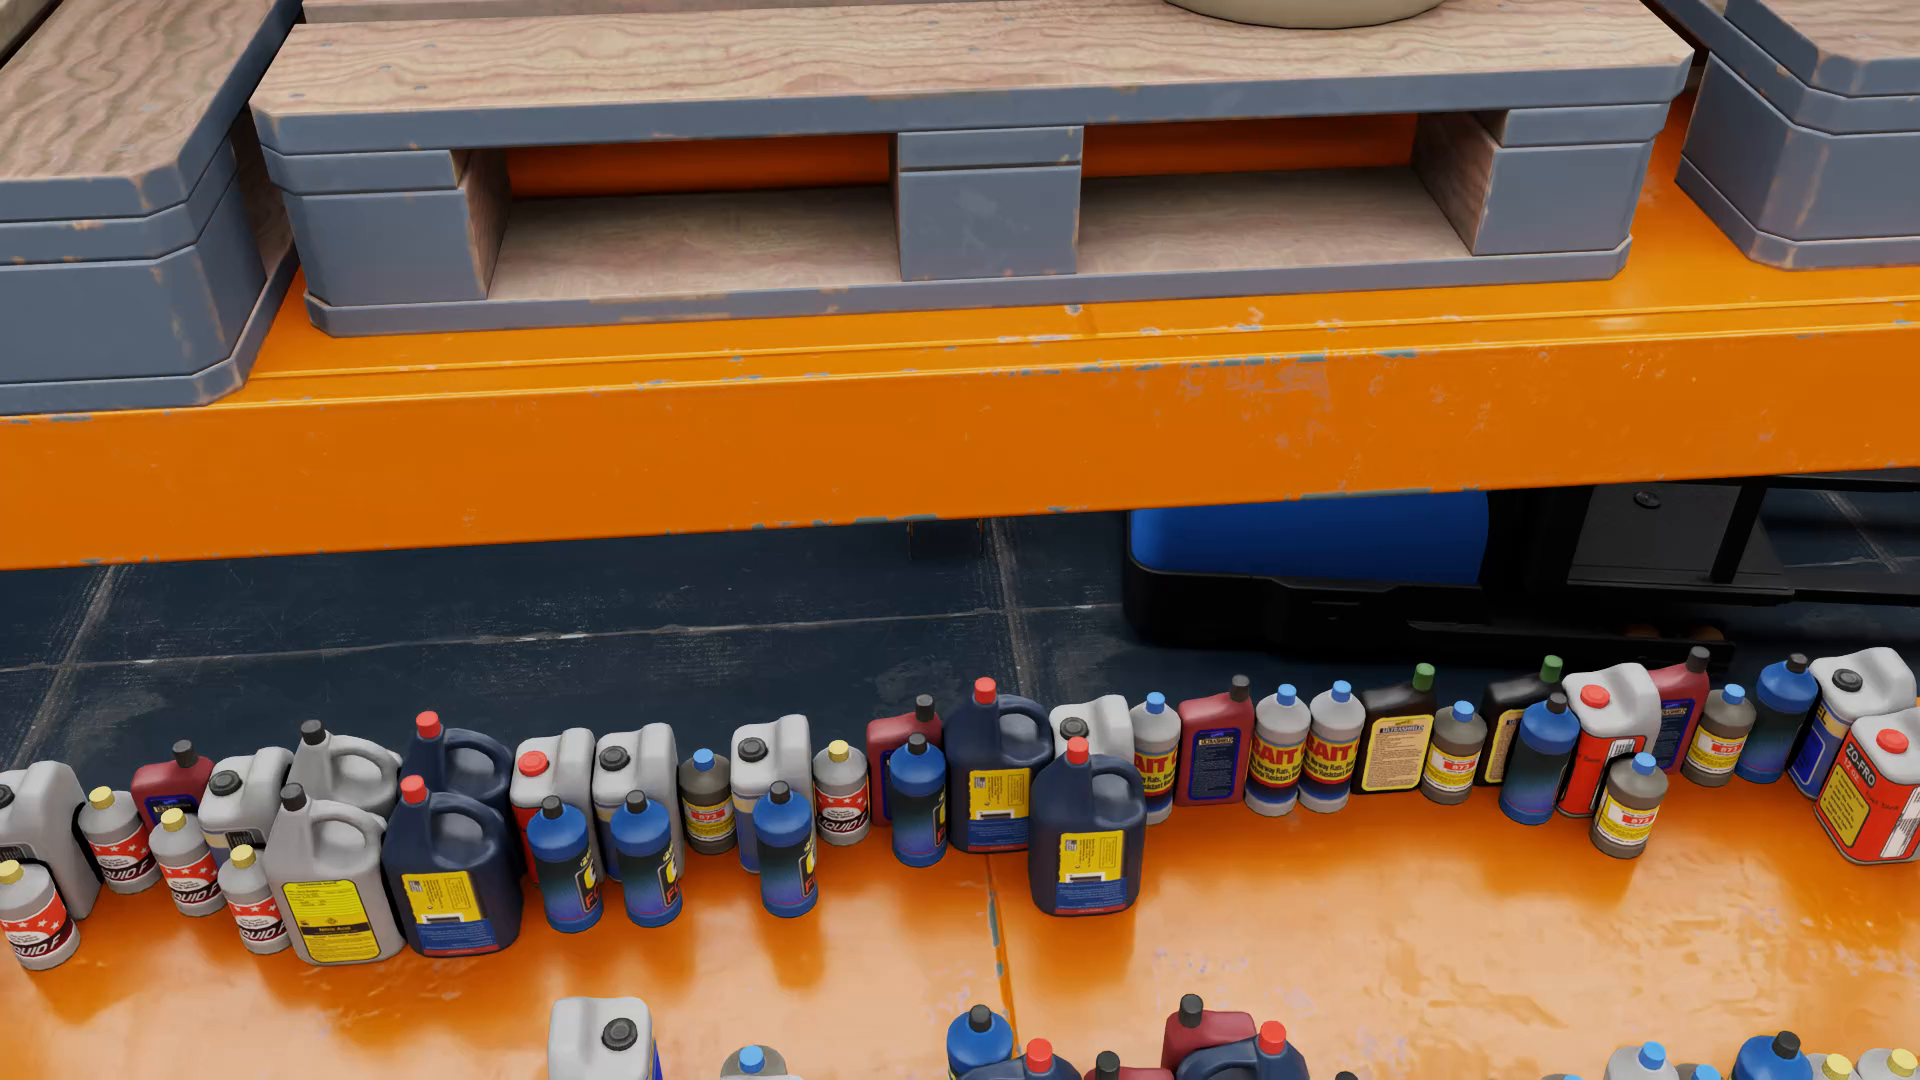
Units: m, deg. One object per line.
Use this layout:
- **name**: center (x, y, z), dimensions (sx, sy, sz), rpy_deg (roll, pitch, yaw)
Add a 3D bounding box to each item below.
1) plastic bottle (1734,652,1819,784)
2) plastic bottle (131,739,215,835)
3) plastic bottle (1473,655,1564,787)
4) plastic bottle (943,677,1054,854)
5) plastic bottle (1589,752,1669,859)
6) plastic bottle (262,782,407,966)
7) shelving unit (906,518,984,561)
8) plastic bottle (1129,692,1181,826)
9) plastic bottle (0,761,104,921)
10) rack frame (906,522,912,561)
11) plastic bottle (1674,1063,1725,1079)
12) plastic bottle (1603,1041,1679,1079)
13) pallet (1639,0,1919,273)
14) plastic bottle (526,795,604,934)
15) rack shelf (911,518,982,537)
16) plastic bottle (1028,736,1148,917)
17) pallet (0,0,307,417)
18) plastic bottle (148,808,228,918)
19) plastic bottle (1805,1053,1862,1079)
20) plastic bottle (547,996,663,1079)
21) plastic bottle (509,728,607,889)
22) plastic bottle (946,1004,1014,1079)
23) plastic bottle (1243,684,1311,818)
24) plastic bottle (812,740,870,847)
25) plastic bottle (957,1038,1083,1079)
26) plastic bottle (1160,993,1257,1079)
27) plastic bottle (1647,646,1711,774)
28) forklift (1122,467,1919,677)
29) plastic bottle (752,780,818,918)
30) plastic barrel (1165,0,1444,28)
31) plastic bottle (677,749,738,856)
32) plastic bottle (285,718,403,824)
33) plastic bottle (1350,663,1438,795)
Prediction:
- **plastic bottle**: center (1.488, 0.316, 3.032), dimensions (0.097, 0.271, 0.097), rpy_deg (0, 38, 0)
- **plastic bottle**: center (-1.328, 0.455, 2.846), dimensions (0.133, 0.283, 0.061), rpy_deg (-3, 38, -4)
- **plastic bottle**: center (1.008, 0.326, 3.009), dimensions (0.133, 0.283, 0.061), rpy_deg (-3, 38, -4)
- **plastic bottle**: center (0.065, 0.378, 2.890), dimensions (0.185, 0.351, 0.144), rpy_deg (-3, 38, -4)
- **plastic bottle**: center (1.175, 0.455, 2.912), dimensions (0.097, 0.201, 0.097), rpy_deg (0, 38, 0)
- **plastic bottle**: center (-1.019, 0.527, 2.700), dimensions (0.185, 0.351, 0.144), rpy_deg (-3, 38, -4)
- **shelving unit**: center (-0.053, -0.409, 5.421), dimensions (0.252, 1.050, 0.215), rpy_deg (-3, 38, -4)
- **plastic bottle**: center (0.338, 0.379, 2.952), dimensions (0.097, 0.271, 0.097), rpy_deg (0, 38, 0)
- **plastic bottle**: center (-1.554, 0.499, 2.797), dimensions (0.135, 0.276, 0.152), rpy_deg (-3, 38, -4)
- **rack frame**: center (-0.175, -0.403, 5.413), dimensions (0.008, 1.050, 0.200), rpy_deg (-3, 38, -4)
- **plastic bottle**: center (1.063, 0.839, 2.426), dimensions (0.097, 0.201, 0.097), rpy_deg (0, 38, 0)
- **plastic bottle**: center (0.966, 0.817, 2.397), dimensions (0.097, 0.271, 0.097), rpy_deg (0, 38, 0)
- **pallet**: center (1.295, -0.670, 1.909), dimensions (1.213, 0.211, 1.003), rpy_deg (-3, 38, -4)
- **plastic bottle**: center (-0.659, 0.529, 2.762), dimensions (0.097, 0.271, 0.097), rpy_deg (0, 38, 0)
- **rack shelf**: center (-0.053, -0.183, 5.600), dimensions (0.240, 0.259, 0.215), rpy_deg (-3, 38, -4)
- **plastic bottle**: center (0.213, 0.464, 2.780), dimensions (0.185, 0.351, 0.144), rpy_deg (-3, 38, -4)
- **pallet**: center (-1.146, -0.536, 1.738), dimensions (1.003, 0.211, 1.213), rpy_deg (-3, 38, -4)
- **plastic bottle**: center (-1.303, 0.535, 2.811), dimensions (0.097, 0.201, 0.097), rpy_deg (0, 38, 0)
- **plastic bottle**: center (1.257, 0.828, 2.439), dimensions (0.097, 0.201, 0.097), rpy_deg (0, 38, 0)
- **plastic bottle**: center (-0.515, 0.785, 2.434), dimensions (0.135, 0.276, 0.152), rpy_deg (-3, 38, -4)
- **plastic bottle**: center (-0.688, 0.451, 2.857), dimensions (0.135, 0.276, 0.152), rpy_deg (-3, 38, -4)
- **plastic bottle**: center (0.029, 0.779, 2.446), dimensions (0.097, 0.271, 0.097), rpy_deg (0, 38, 0)
- **plastic bottle**: center (0.568, 0.367, 2.968), dimensions (0.097, 0.271, 0.097), rpy_deg (0, 38, 0)
- **plastic bottle**: center (-0.210, 0.437, 2.935), dimensions (0.097, 0.201, 0.097), rpy_deg (0, 38, 0)
- **plastic bottle**: center (0.083, 0.819, 2.330), dimensions (0.185, 0.351, 0.144), rpy_deg (-3, 38, -4)
- **plastic bottle**: center (0.365, 0.767, 2.451), dimensions (0.133, 0.283, 0.061), rpy_deg (-3, 38, -4)
- **plastic bottle**: center (1.275, 0.312, 3.028), dimensions (0.133, 0.283, 0.061), rpy_deg (-3, 38, -4)
- **forklift**: center (2.066, -1.063, 4.731), dimensions (3.031, 2.935, 1.130), rpy_deg (3, 38, 3)
- **plastic bottle**: center (-0.294, 0.509, 2.788), dimensions (0.097, 0.271, 0.097), rpy_deg (0, 38, 0)
- **plastic barrel**: center (0.313, -0.754, 1.414), dimensions (0.433, 0.535, 0.433), rpy_deg (0, 38, 0)
- **plastic bottle**: center (-0.441, 0.450, 2.919), dimensions (0.097, 0.201, 0.097), rpy_deg (0, 38, 0)
- **plastic bottle**: center (-1.032, 0.438, 2.813), dimensions (0.185, 0.351, 0.144), rpy_deg (-3, 38, -4)
- **plastic bottle**: center (0.778, 0.339, 2.993), dimensions (0.133, 0.283, 0.061), rpy_deg (-3, 38, -4)
